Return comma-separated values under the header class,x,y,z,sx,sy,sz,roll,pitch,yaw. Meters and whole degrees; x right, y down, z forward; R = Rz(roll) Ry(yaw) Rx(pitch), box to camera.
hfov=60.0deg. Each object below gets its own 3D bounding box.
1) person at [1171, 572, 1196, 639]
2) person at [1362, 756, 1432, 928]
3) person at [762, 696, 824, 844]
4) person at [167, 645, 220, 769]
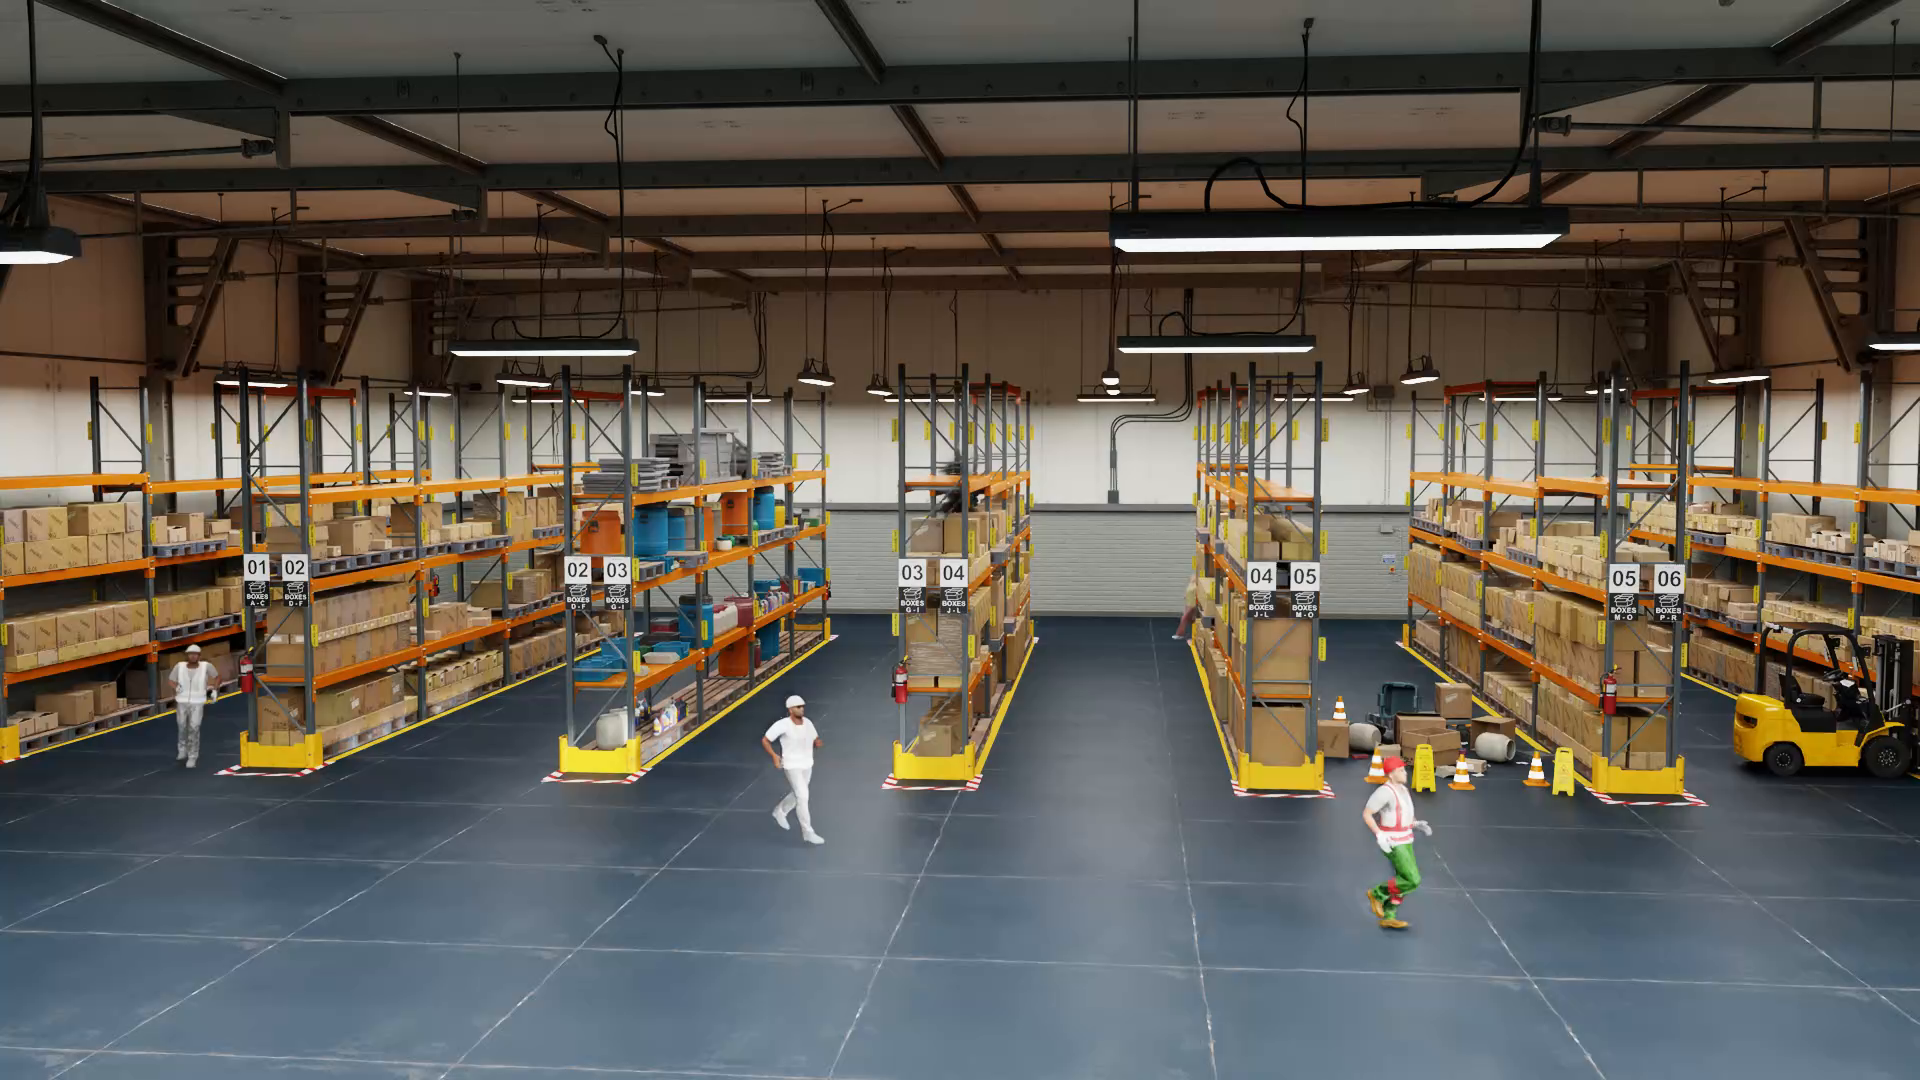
class,x,y,z,sx,sy,sz,roll,pitch,yaw
person,5.623,1.587,40.297,0.933,1.630,0.634,-2,4,-23
person,4.435,3.059,16.775,0.583,1.745,0.664,3,5,38
person,-2.000,2.781,20.423,0.990,1.750,0.701,3,5,39
person,-11.599,2.488,25.149,0.712,1.818,0.834,-1,4,-15
